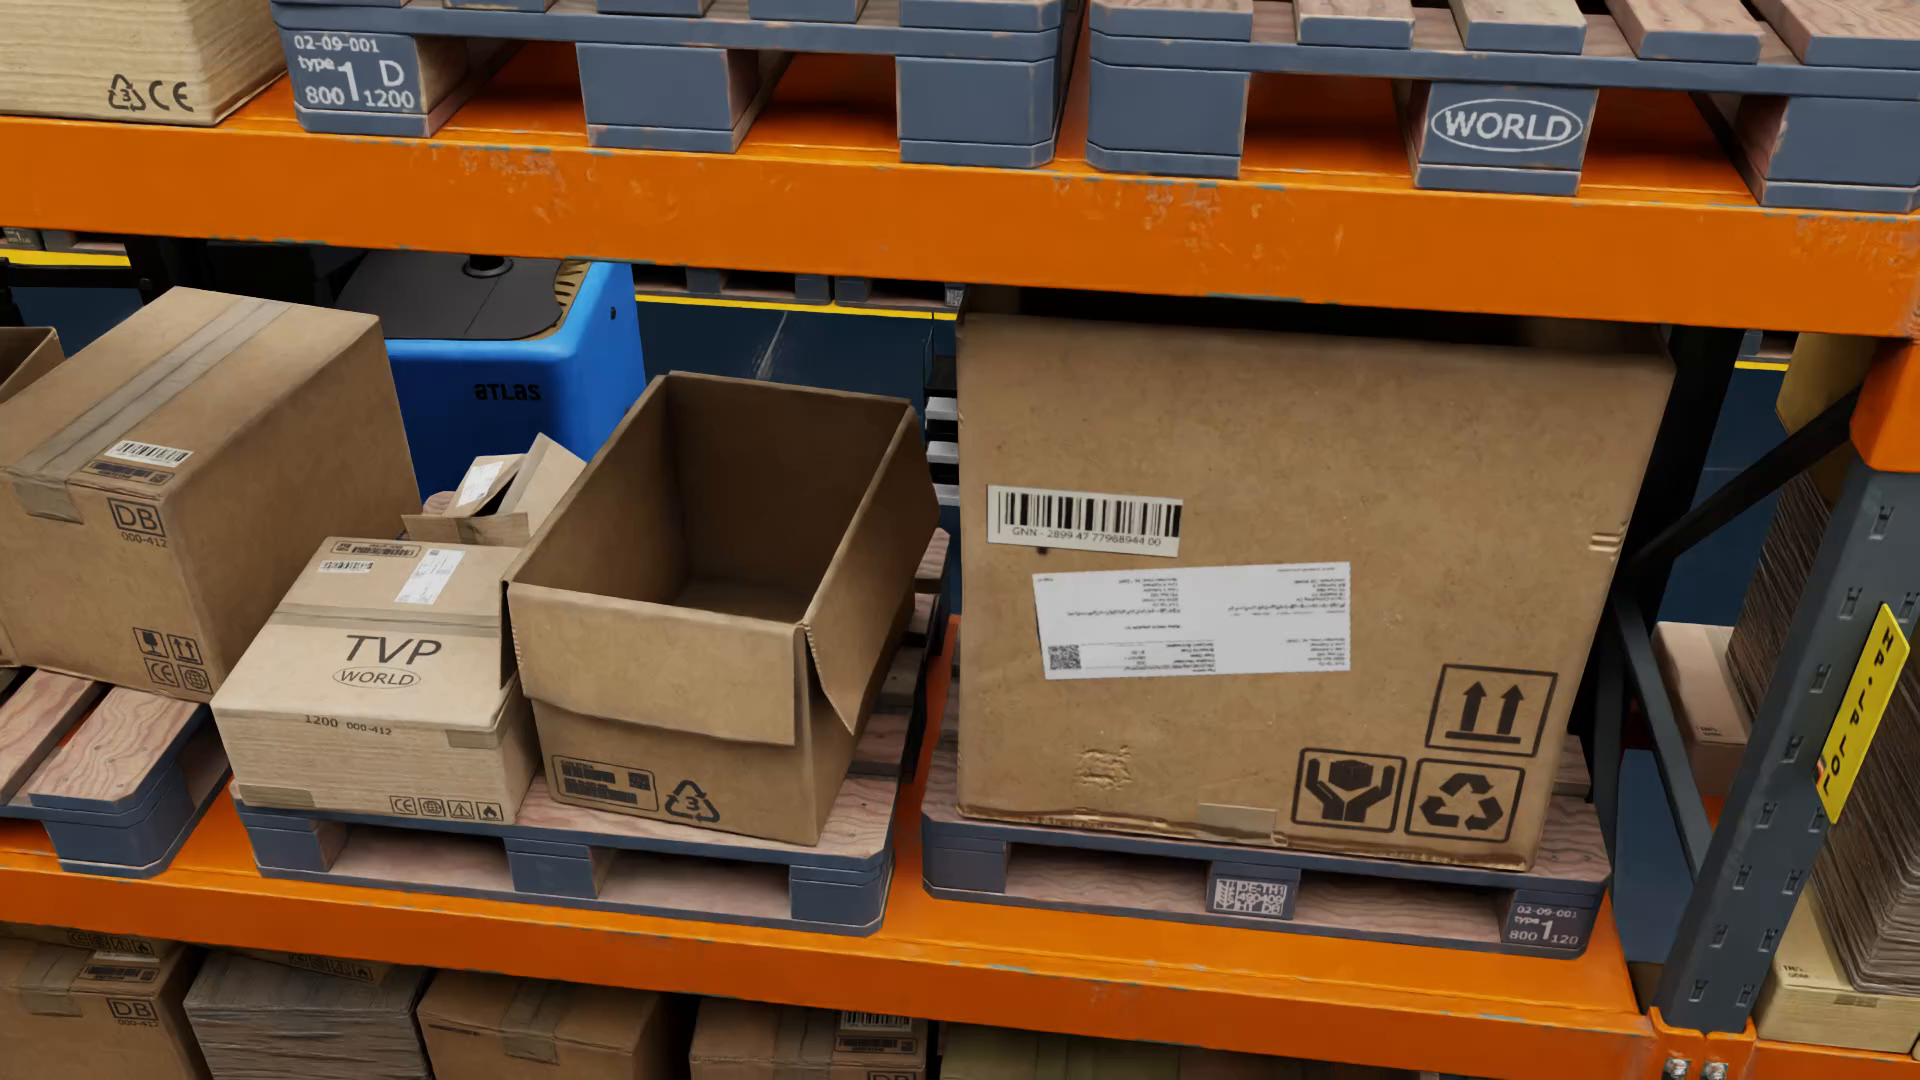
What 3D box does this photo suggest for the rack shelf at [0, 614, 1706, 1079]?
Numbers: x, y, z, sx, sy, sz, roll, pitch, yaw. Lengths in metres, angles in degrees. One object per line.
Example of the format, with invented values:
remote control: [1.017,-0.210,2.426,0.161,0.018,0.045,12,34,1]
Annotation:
rack shelf: [-0.660,0.543,3.527,4.000,0.370,1.077,4,36,6]

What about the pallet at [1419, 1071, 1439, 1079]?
pallet: [0.551,1.476,4.000,1.213,0.211,1.003,4,36,6]

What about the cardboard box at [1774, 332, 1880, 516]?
cardboard box: [1.805,-0.296,2.880,0.500,0.500,0.500,4,36,6]

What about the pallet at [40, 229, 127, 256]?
pallet: [-3.893,-1.764,8.540,1.213,0.211,1.003,4,36,6]

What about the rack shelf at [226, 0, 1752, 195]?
rack shelf: [-0.660,-0.787,2.578,3.809,0.052,0.919,4,36,6]

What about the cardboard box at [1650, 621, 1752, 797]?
cardboard box: [1.574,0.347,3.398,0.250,0.149,0.380,4,36,6]

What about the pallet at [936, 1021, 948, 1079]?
pallet: [-0.662,1.387,4.124,1.213,0.211,1.003,4,36,6]

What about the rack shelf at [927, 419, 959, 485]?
rack shelf: [-0.008,-0.338,6.010,0.200,0.252,0.258,4,36,6]

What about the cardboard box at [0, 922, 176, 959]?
cardboard box: [-1.975,0.667,3.860,0.500,0.250,0.500,6,36,8]

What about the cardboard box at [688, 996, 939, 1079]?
cardboard box: [-0.308,1.091,3.912,0.500,0.500,0.700,1,36,2]

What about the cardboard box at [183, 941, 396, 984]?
cardboard box: [-1.448,0.701,3.814,0.500,0.250,0.500,8,36,11]

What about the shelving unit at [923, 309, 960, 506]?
shelving unit: [3.554,-4.564,9.896,5.845,3.194,12.311,4,36,6]

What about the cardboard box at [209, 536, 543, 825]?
cardboard box: [-1.011,0.249,3.087,0.500,0.250,0.500,3,36,5]

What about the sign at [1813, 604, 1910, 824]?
sign: [1.257,0.247,2.326,0.005,0.325,0.100,4,36,6]

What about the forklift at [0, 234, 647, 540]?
forklift: [-2.879,0.778,2.637,3.158,2.935,8.076,1,36,1]

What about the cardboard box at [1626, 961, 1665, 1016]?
cardboard box: [1.715,1.297,3.641,0.500,0.500,0.500,3,36,5]

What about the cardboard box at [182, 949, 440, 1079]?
cardboard box: [-1.425,1.012,4.023,0.500,0.500,0.700,1,36,2]

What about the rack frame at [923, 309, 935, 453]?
rack frame: [-0.109,-0.374,6.000,0.006,0.900,0.240,4,36,6]

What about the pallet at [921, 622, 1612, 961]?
pallet: [0.584,0.336,3.363,1.213,0.211,1.003,4,36,6]

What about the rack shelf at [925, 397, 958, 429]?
rack shelf: [-0.008,-0.486,5.904,0.200,0.077,0.258,4,36,6]

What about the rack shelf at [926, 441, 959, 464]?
rack shelf: [-0.008,-0.340,6.009,0.200,0.077,0.258,4,36,6]

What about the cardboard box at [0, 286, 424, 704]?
cardboard box: [-1.537,-0.109,3.373,0.500,0.500,0.700,9,37,13]

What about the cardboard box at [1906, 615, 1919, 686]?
cardboard box: [1.738,0.009,2.453,0.500,0.500,0.500,4,36,6]

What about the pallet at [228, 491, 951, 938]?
pallet: [-0.675,0.303,3.409,1.213,0.211,1.003,4,36,6]

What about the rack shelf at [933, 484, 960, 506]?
rack shelf: [-0.008,-0.193,6.113,0.200,0.077,0.258,4,36,6]

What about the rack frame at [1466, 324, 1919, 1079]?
rack frame: [1.324,0.398,3.110,0.127,3.000,1.000,4,36,6]

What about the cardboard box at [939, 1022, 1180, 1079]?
cardboard box: [0.247,1.132,3.854,0.500,0.500,0.700,4,36,6]

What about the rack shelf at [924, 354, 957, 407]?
rack shelf: [3.556,-4.828,9.708,5.840,2.546,12.311,4,36,6]

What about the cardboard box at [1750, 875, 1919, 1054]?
cardboard box: [1.499,0.689,2.918,0.250,0.149,0.380,4,36,6]

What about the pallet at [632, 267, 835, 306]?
pallet: [-1.139,-1.512,8.186,1.213,0.211,1.003,4,36,6]

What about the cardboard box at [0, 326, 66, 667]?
cardboard box: [-2.103,-0.093,3.350,0.500,0.500,0.500,0,36,0]

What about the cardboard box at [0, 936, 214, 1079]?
cardboard box: [-1.977,0.978,4.070,0.500,0.500,0.700,2,36,3]

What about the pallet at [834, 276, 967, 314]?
pallet: [0.067,-1.420,8.058,1.213,0.211,1.003,4,36,6]

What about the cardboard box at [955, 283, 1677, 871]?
cardboard box: [0.554,-0.157,3.009,1.000,1.000,1.000,4,36,6]

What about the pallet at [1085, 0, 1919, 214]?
pallet: [0.725,-0.854,2.444,1.003,0.211,1.213,4,36,6]

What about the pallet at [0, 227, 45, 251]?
pallet: [-5.107,-1.853,8.664,1.213,0.211,1.003,4,36,6]

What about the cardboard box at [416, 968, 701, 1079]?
cardboard box: [-0.862,1.050,3.970,0.500,0.500,0.700,7,36,10]

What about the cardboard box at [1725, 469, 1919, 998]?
cardboard box: [1.762,0.305,2.898,0.500,0.500,0.875,4,36,6]

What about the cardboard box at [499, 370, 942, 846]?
cardboard box: [-0.407,0.110,3.063,0.637,0.503,0.797,8,36,11]

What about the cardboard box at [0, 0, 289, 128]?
cardboard box: [-1.190,-0.806,2.344,0.500,0.250,0.500,5,36,7]

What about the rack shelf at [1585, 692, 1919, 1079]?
rack shelf: [3.307,0.839,3.112,4.000,0.370,1.077,4,36,6]

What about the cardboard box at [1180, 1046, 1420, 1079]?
cardboard box: [0.717,1.178,3.790,0.500,0.500,0.700,2,36,2]

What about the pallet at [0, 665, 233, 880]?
pallet: [-1.923,0.171,3.593,1.003,0.211,1.213,4,36,6]
